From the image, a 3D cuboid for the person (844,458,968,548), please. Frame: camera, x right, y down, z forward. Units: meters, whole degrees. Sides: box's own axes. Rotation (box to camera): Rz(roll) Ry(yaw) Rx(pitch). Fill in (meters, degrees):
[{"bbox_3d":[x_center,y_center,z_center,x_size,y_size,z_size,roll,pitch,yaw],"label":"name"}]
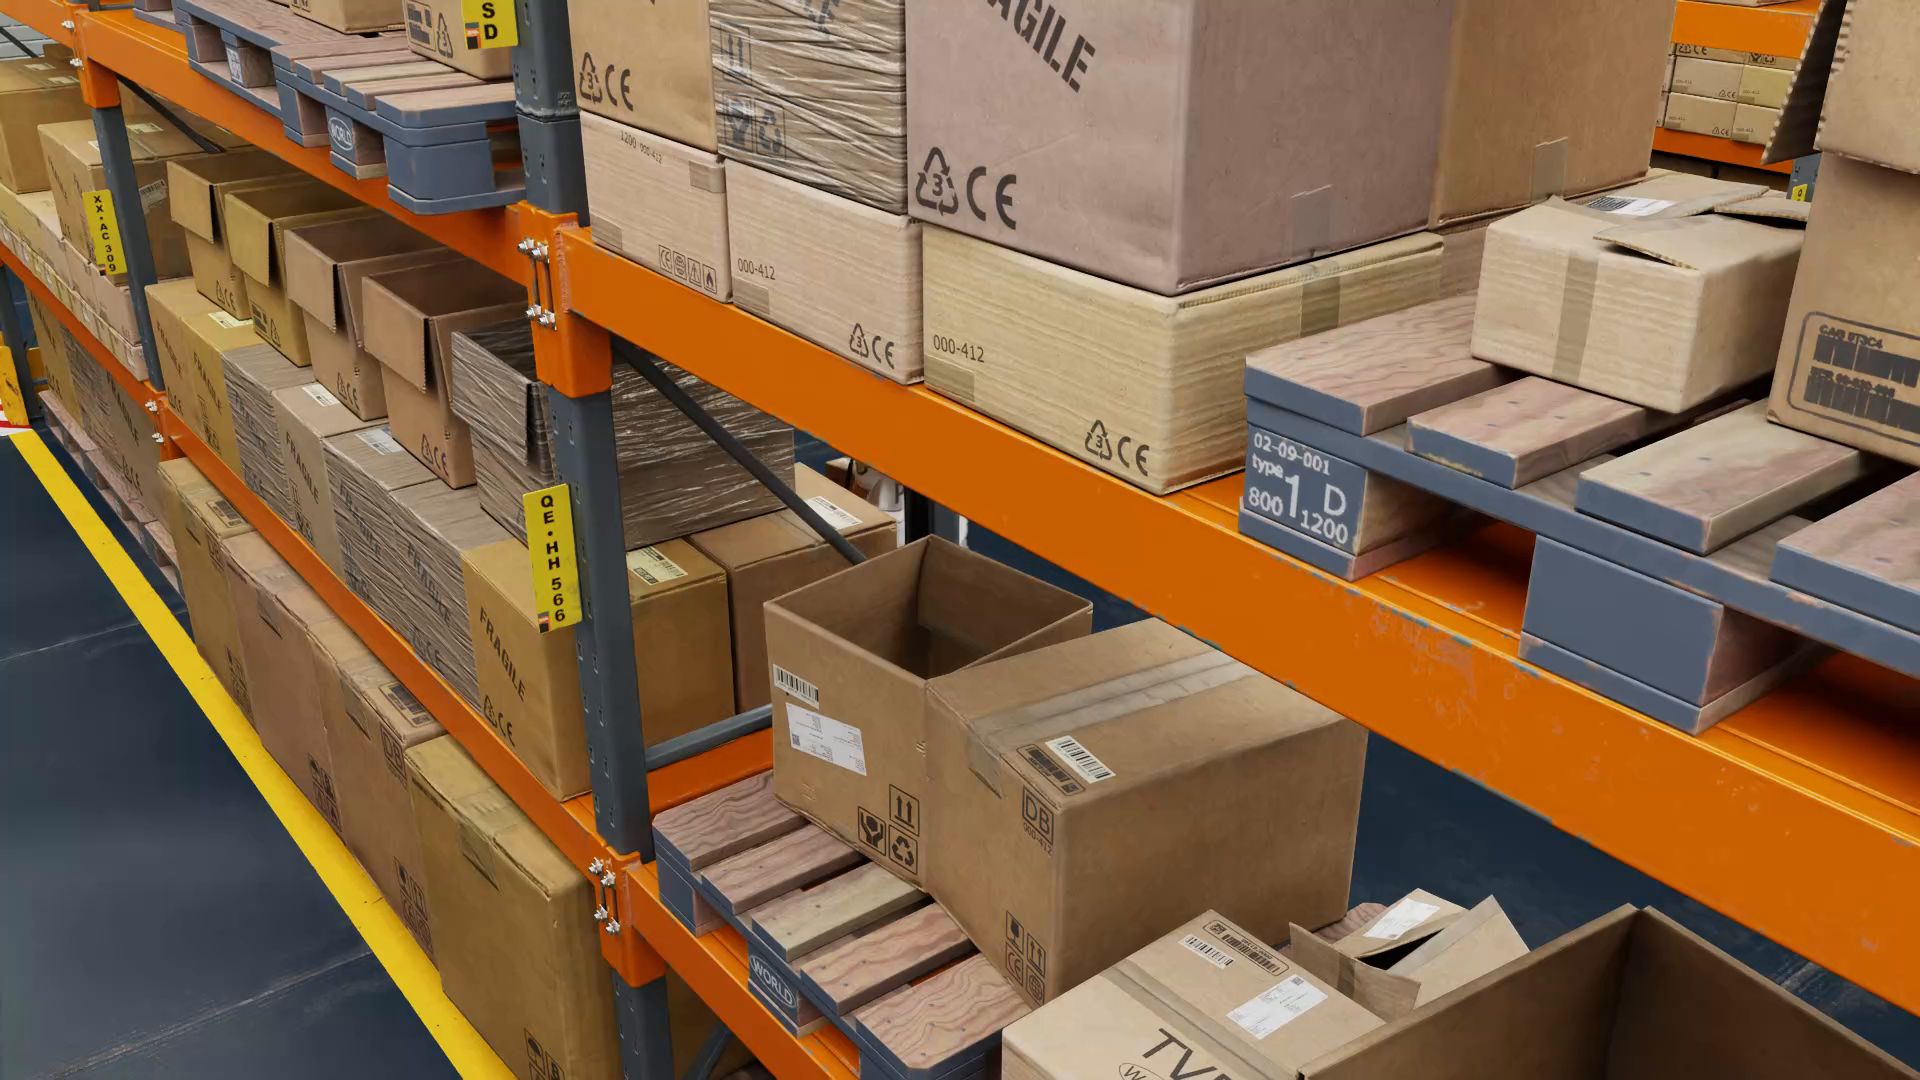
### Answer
[{"bbox_3d":[-0.246,0.008,6.597,0.452,1.662,0.544,-18,30,-34],"label":"person"}]
